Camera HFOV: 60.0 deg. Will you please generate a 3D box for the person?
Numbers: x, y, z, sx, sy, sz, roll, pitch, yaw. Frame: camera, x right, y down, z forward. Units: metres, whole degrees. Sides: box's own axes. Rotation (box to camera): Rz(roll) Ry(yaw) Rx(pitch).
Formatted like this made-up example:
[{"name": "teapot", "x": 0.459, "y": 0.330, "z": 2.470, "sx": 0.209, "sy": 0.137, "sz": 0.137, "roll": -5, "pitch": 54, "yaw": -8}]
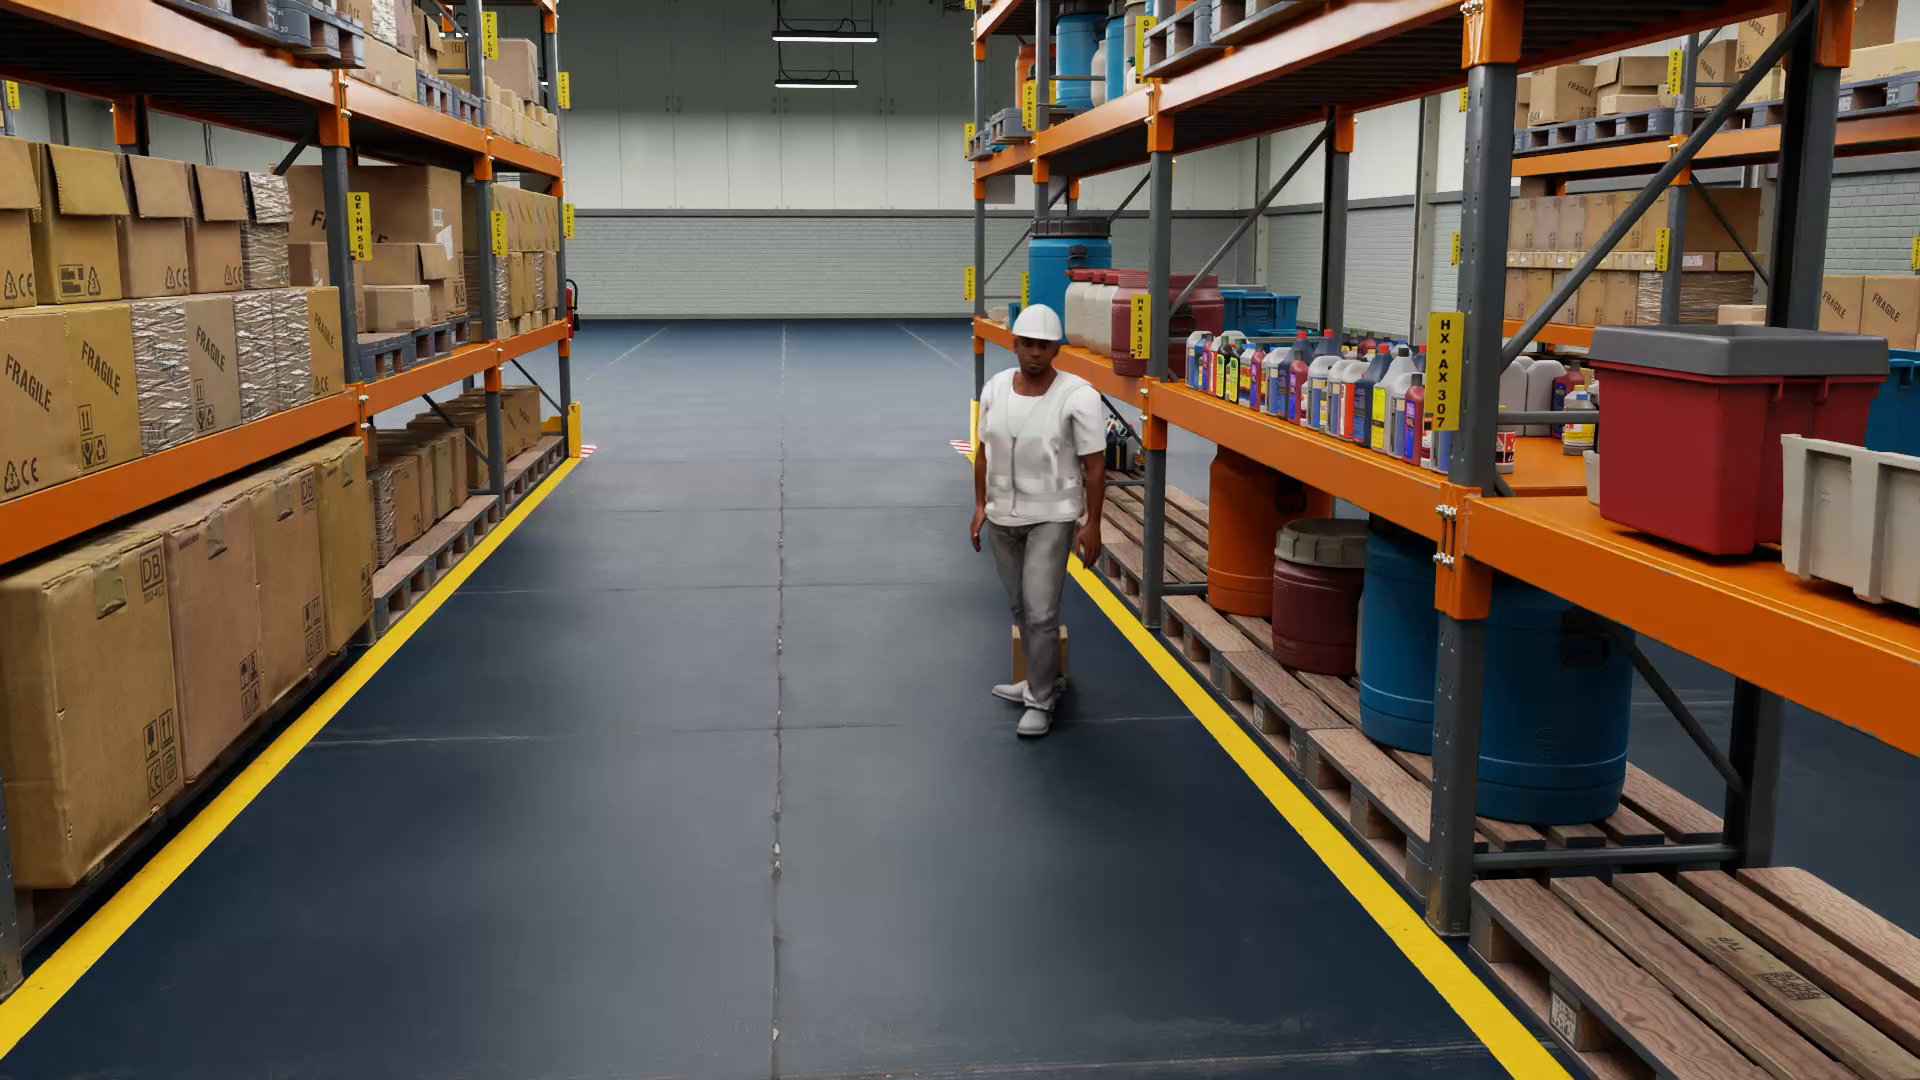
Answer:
[{"name": "person", "x": 0.328, "y": -0.098, "z": 6.903, "sx": 0.597, "sy": 1.756, "sz": 0.567, "roll": 7, "pitch": 12, "yaw": 34}]
